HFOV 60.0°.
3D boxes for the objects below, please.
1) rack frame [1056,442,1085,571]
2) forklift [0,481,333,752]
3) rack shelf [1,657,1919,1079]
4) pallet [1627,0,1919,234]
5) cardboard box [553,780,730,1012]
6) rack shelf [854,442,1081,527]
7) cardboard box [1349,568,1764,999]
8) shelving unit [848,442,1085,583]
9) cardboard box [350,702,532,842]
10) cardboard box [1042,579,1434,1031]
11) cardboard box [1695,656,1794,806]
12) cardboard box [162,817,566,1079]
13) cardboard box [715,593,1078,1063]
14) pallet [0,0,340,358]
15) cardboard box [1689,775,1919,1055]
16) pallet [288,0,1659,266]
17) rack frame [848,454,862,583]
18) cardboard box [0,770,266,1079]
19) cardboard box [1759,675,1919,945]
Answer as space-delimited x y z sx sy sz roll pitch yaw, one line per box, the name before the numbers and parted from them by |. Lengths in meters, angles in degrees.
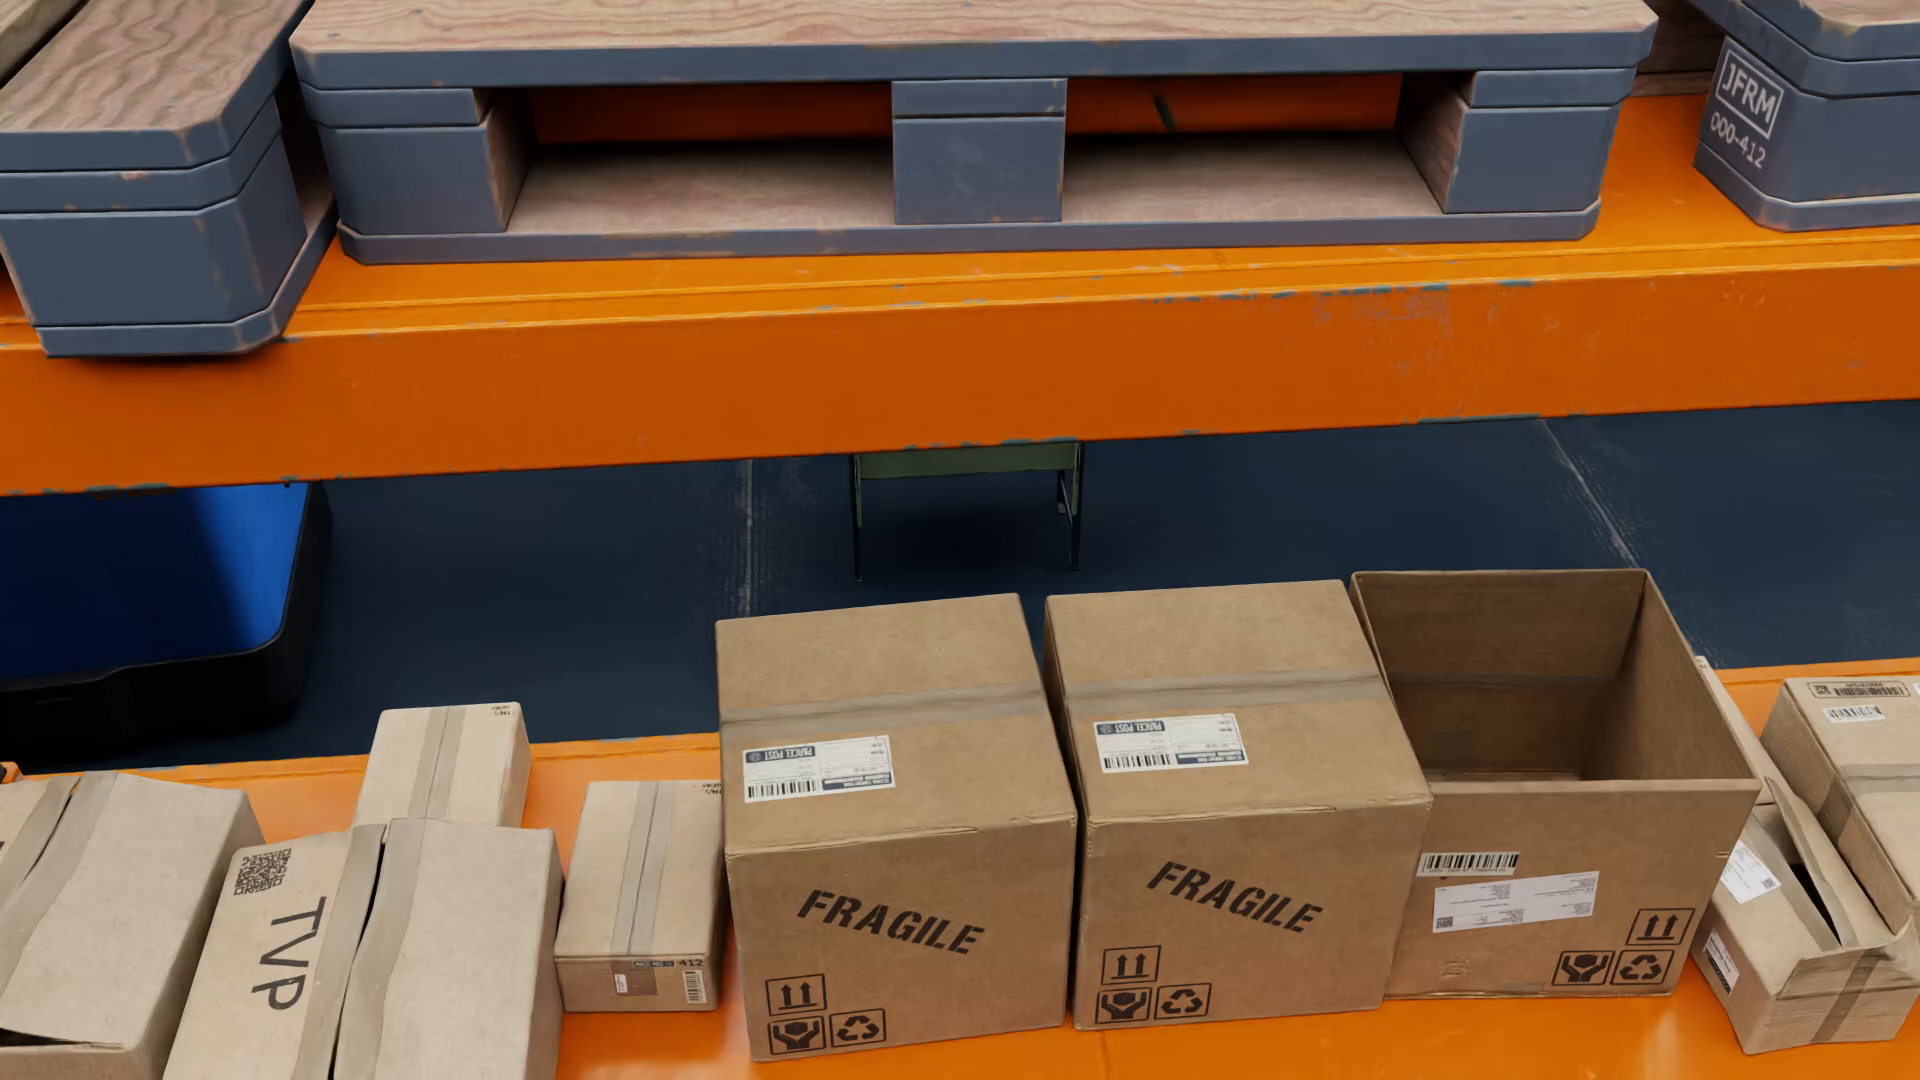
rack frame | 0.371 -0.609 5.311 0.023 1.500 0.400 -3 38 -4
forklift | -3.567 -0.732 4.312 3.031 2.935 1.130 -7 39 -8
rack shelf | 0.208 0.767 2.937 4.000 0.370 1.077 -3 38 -4
pallet | 1.323 -0.671 1.911 1.217 0.209 0.805 -5 39 -6
cardboard box | -0.519 0.589 2.785 0.250 0.149 0.380 0 38 -1
rack shelf | 0.007 -0.333 5.488 0.720 0.370 0.431 -3 38 -4
cardboard box | 0.909 0.397 2.745 0.500 0.500 0.500 -1 38 -1
shelving unit | 0.007 -0.589 5.286 0.755 1.500 0.431 -3 38 -4
cardboard box | -0.913 0.473 2.931 0.250 0.149 0.380 -3 38 -4
cardboard box | 0.410 0.424 2.710 0.500 0.500 0.500 -3 38 -4
cardboard box | 1.300 0.396 3.029 0.250 0.149 0.380 -3 38 -4
cardboard box | -0.876 0.700 2.513 0.500 0.311 0.500 -4 38 -5
cardboard box | -0.114 0.453 2.673 0.500 0.500 0.500 -5 39 -6
pallet | -1.116 -0.601 1.821 1.003 0.211 1.213 -1 38 -2
cardboard box | 1.341 0.590 2.690 0.258 0.266 0.396 -4 38 -5
pallet | -0.002 -0.664 1.901 1.213 0.211 1.003 -1 38 -2
rack frame | -0.358 -0.569 5.260 0.023 1.500 0.400 -3 38 -4
cardboard box | -1.418 0.637 2.593 0.500 0.311 0.500 -1 38 -1
cardboard box | 1.714 0.488 2.831 0.500 0.250 0.500 -1 38 -1
